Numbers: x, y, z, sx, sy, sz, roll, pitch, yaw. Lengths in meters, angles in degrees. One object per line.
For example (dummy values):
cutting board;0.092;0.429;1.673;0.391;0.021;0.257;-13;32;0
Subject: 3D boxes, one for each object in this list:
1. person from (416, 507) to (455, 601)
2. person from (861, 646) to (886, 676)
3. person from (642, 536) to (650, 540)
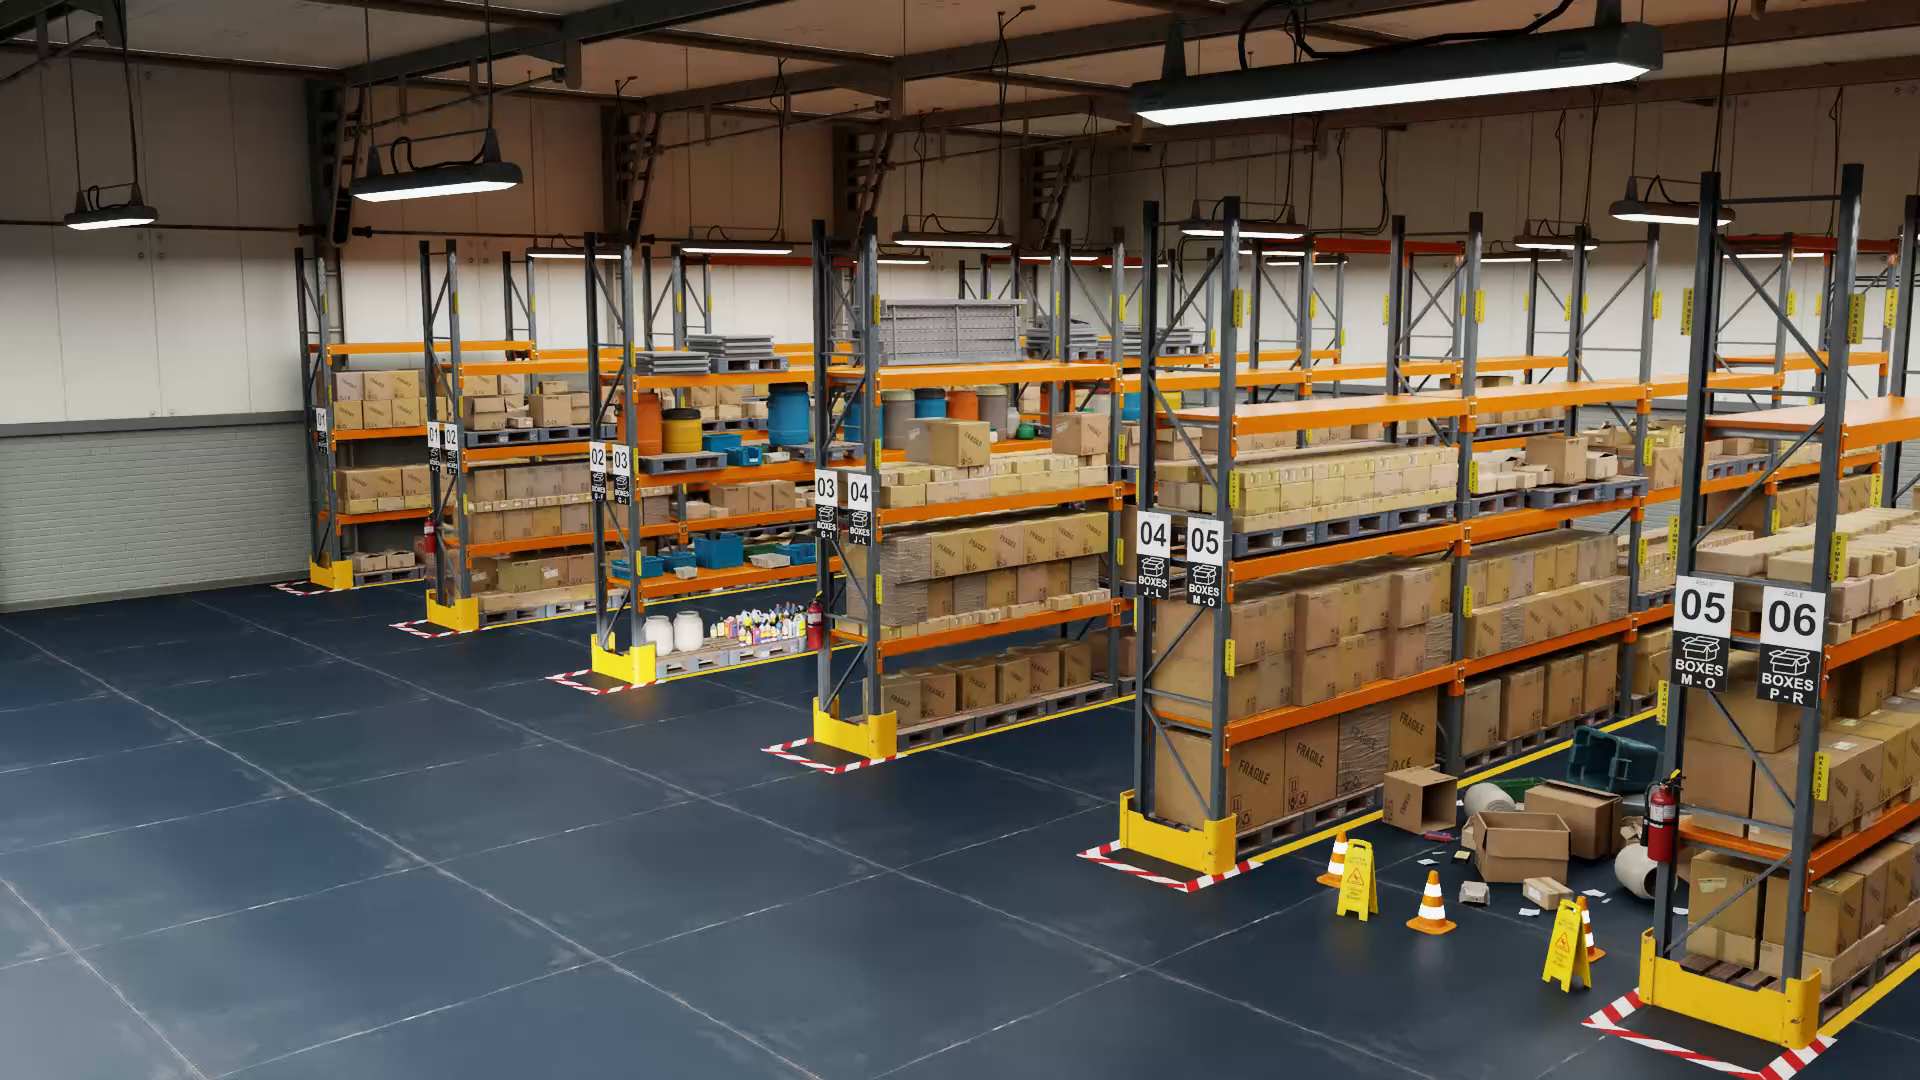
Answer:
person;-8.708;0.300;27.684;0.601;1.709;0.689;6;10;37
person;-1.140;1.146;21.578;0.498;1.767;0.646;6;10;35
person;-5.737;-0.133;30.235;0.670;1.834;0.809;7;11;38
